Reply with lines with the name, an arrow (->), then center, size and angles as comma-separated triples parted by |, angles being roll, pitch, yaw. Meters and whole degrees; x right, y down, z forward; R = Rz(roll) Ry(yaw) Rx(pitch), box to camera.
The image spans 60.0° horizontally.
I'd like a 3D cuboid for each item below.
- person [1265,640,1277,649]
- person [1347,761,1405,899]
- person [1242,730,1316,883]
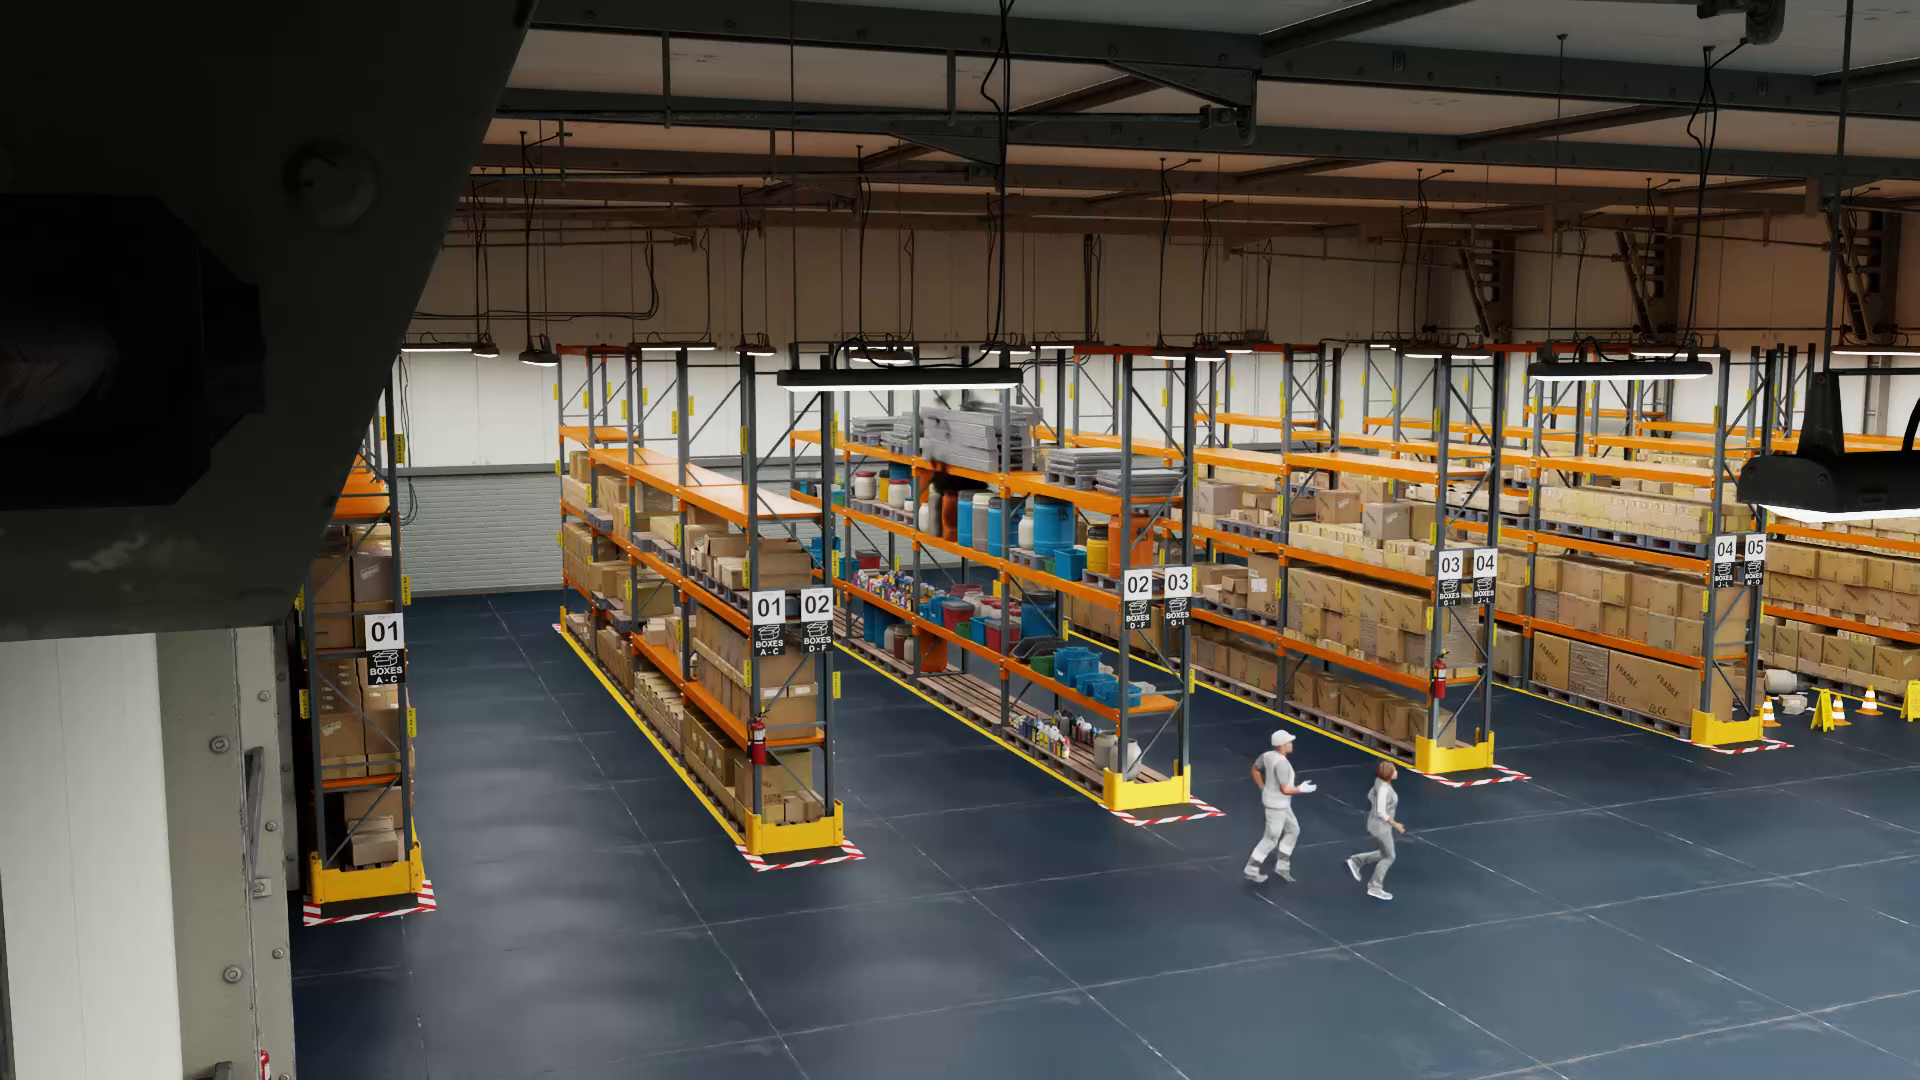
person -> 6.059, 1.421, 31.797 | 0.742, 1.751, 0.934 | -3, 8, -23
person -> 4.642, 3.221, 18.560 | 0.610, 1.573, 0.554 | 1, 7, 9
person -> 3.626, 3.064, 18.926 | 0.805, 1.836, 0.591 | 0, 7, 2
